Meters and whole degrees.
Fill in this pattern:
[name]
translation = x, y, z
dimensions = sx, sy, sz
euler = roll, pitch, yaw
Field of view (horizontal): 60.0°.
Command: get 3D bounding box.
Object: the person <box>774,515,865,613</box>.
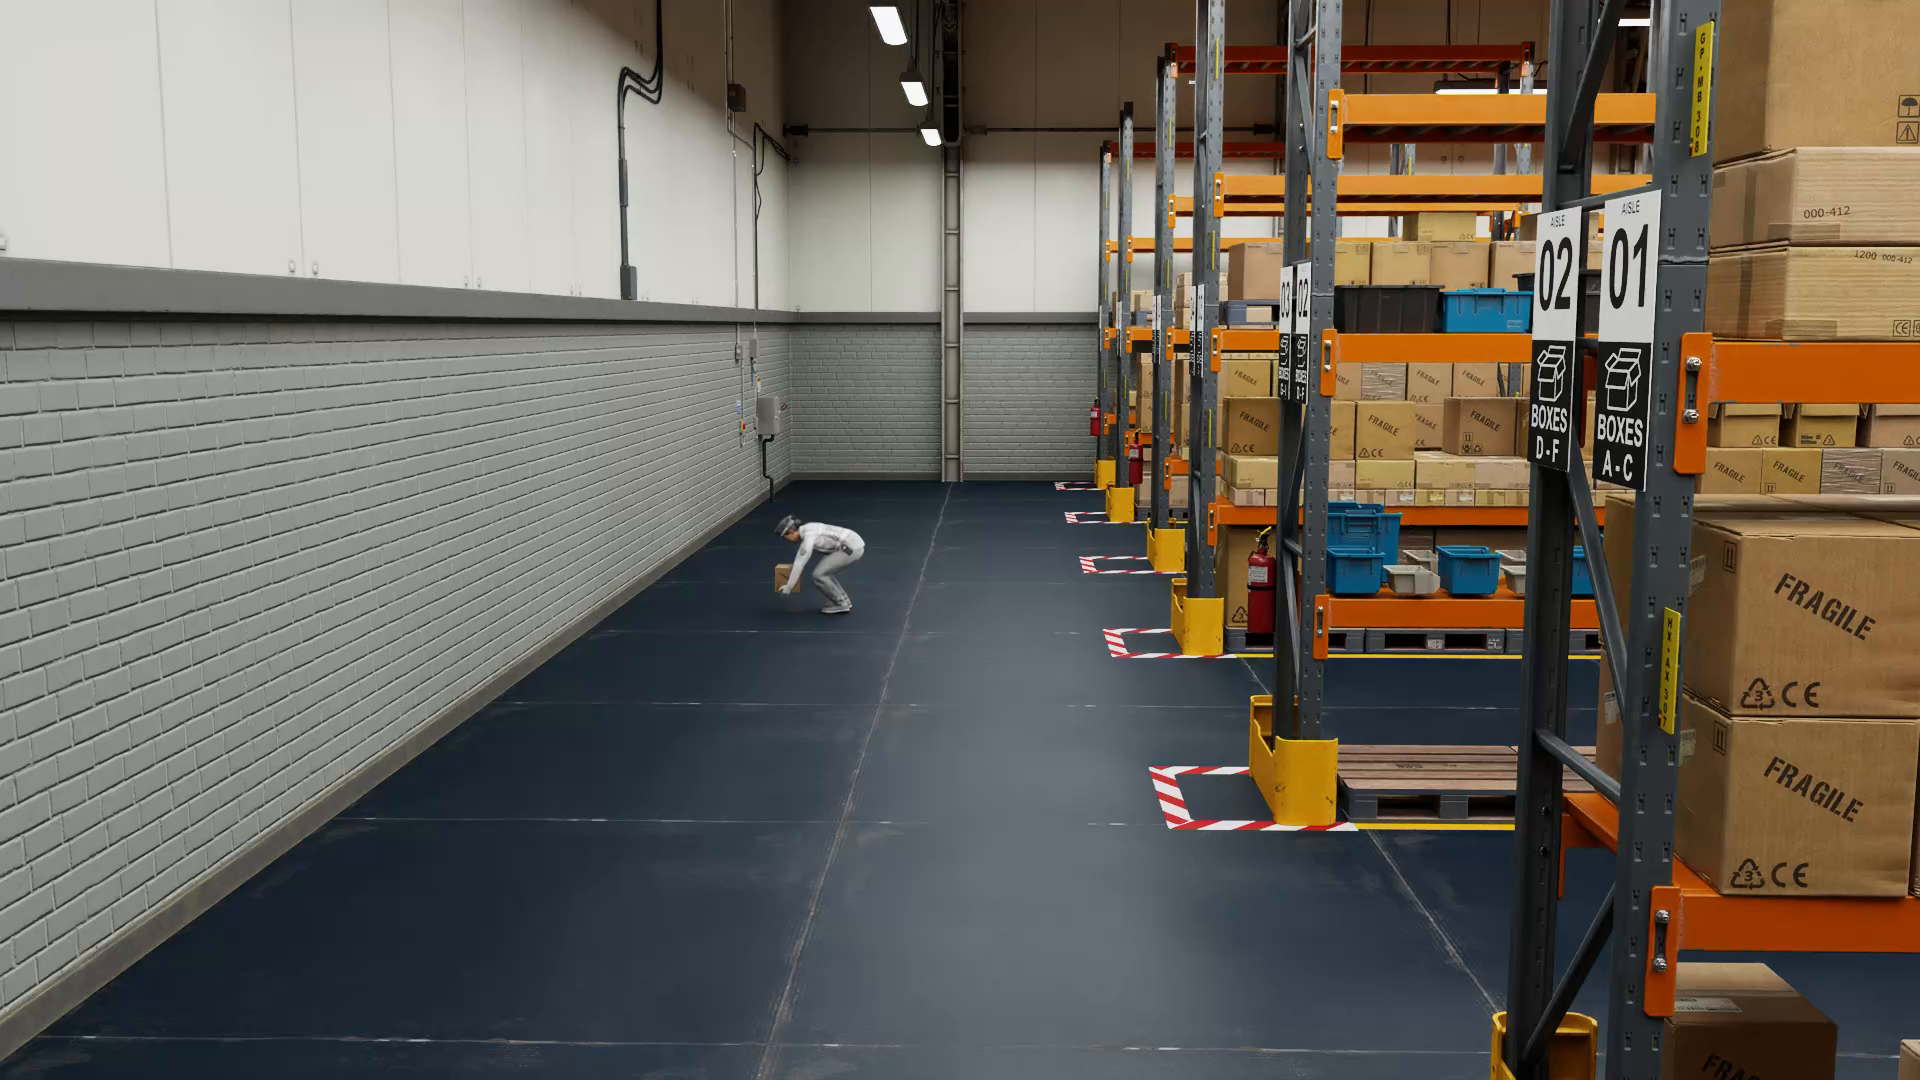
[person]
translation = -1.409, 0.233, 16.671
dimensions = 0.908, 0.980, 0.469
euler = 0, 7, -1
